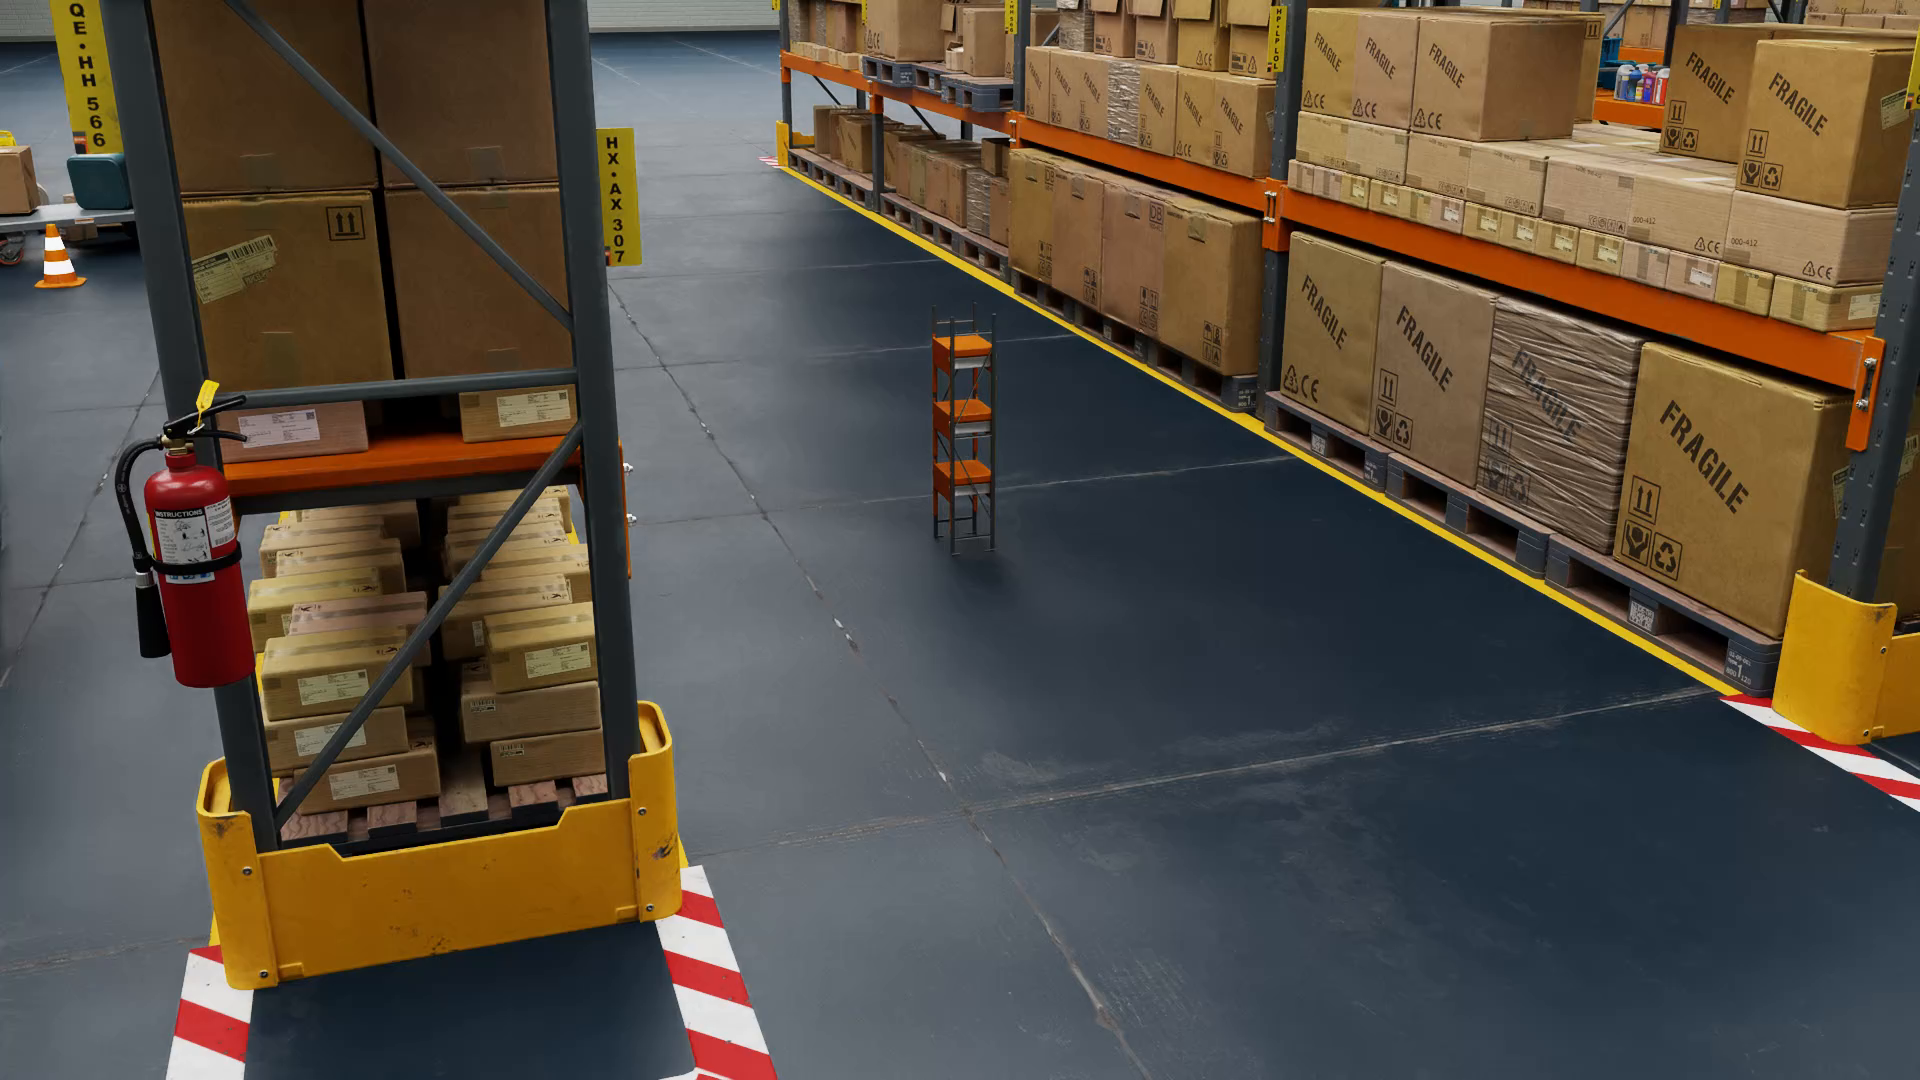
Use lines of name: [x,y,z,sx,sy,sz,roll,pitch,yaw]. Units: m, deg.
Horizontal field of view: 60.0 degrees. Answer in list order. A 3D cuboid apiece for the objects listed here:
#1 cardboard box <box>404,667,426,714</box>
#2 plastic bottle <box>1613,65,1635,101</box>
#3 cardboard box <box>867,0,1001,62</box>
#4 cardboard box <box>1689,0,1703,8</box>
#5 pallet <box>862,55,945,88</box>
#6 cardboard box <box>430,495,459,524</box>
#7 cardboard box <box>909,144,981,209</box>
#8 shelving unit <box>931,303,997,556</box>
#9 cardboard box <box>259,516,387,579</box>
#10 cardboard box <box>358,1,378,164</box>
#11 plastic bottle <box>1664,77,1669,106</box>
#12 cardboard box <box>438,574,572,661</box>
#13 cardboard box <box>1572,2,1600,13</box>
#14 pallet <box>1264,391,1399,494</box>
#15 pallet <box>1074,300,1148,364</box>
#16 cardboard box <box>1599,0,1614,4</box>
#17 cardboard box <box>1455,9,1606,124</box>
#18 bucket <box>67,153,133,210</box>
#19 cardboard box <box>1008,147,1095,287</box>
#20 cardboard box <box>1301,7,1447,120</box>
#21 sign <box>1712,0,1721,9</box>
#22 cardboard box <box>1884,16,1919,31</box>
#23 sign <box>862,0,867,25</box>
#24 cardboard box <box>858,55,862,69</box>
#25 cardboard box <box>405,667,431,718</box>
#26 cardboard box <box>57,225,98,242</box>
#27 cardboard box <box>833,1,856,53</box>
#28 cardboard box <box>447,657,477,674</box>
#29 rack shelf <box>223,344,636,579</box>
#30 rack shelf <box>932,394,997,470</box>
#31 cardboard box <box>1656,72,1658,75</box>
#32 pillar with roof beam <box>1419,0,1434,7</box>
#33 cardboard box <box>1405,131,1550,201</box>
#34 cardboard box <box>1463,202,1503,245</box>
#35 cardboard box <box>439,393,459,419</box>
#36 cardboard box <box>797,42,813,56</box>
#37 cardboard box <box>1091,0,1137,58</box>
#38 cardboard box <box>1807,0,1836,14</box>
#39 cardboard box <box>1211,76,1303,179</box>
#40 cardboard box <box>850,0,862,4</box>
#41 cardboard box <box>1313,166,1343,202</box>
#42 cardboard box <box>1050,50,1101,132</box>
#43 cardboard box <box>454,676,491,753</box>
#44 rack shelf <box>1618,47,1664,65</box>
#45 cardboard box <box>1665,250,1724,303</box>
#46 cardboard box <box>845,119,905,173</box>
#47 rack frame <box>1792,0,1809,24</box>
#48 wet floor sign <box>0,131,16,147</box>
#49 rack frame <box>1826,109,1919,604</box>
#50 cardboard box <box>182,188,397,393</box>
cardboard box: [-1.804,0.422,4.960,0.380,0.149,0.250,-7,21,-18]
plastic bottle: [5.421,-3.710,13.491,0.152,0.276,0.135,-6,21,-17]
cardboard box: [-0.251,-4.909,15.137,1.000,1.000,1.000,-6,21,-17]
cardboard box: [8.673,-6.246,19.262,0.380,0.149,0.250,-7,21,-18]
pallet: [-0.266,-4.348,15.367,1.003,0.211,1.213,-6,21,-17]
cardboard box: [-1.781,-0.184,6.208,0.380,0.149,0.250,-6,21,-17]
cardboard box: [-0.063,-3.375,15.422,0.700,0.500,0.500,-7,21,-18]
shelving unit: [0.017,-0.477,7.191,0.215,1.050,0.252,-6,21,-17]
cardboard box: [-2.128,0.041,5.580,0.380,0.149,0.250,-6,21,-15]
cardboard box: [-1.876,-1.294,4.515,0.500,0.500,0.500,-7,21,-19]
plastic bottle: [5.565,-3.517,12.943,0.061,0.283,0.133,-6,21,-17]
cardboard box: [-1.379,0.231,5.052,0.380,0.149,0.250,-6,21,-16]
cardboard box: [8.235,-6.602,21.211,0.700,0.500,0.500,-6,21,-17]
pallet: [2.311,-0.567,8.682,1.003,0.211,1.213,-6,21,-17]
pallet: [1.446,-1.451,11.144,1.003,0.211,1.213,-6,21,-17]
cardboard box: [8.182,-6.744,20.647,0.380,0.149,0.250,-6,21,-17]
cardboard box: [2.699,-2.273,7.981,0.500,0.500,0.500,-6,21,-17]
bucket: [-7.340,-3.178,14.420,0.726,0.611,0.620,1,30,2]
cardboard box: [1.087,-2.389,12.153,1.225,0.875,0.875,-7,21,-20]
cardboard box: [2.055,-2.373,8.258,0.500,0.500,0.500,-6,21,-17]
sign: [8.511,-6.135,18.663,0.100,0.325,0.005,-6,21,-17]
cardboard box: [9.752,-5.050,16.892,0.500,0.500,0.500,-8,21,-20]
sign: [-0.880,-5.046,15.747,0.100,0.325,0.005,-6,21,-17]
cardboard box: [-0.805,-4.786,16.676,0.380,0.149,0.250,-6,21,-17]
cardboard box: [-1.878,0.478,5.244,0.380,0.149,0.250,-6,21,-17]
cardboard box: [-7.994,-2.849,14.954,0.396,0.266,0.258,12,23,30]
cardboard box: [-0.827,-5.351,17.288,0.875,0.500,0.500,-6,21,-17]
cardboard box: [-1.451,0.292,5.321,0.380,0.149,0.250,-6,21,-17]
rack shelf: [-1.965,-0.657,5.871,1.077,0.370,4.000,-6,21,-17]
rack shelf: [0.017,-0.467,7.195,0.215,0.259,0.240,-6,21,-17]
cardboard box: [8.716,-5.670,21.101,0.500,0.500,0.500,-6,21,-17]
pillar with roof beam: [5.665,-13.645,32.094,9.100,9.000,0.400,-6,21,-17]
cardboard box: [2.366,-1.697,7.484,0.500,0.250,0.500,-6,21,-16]
cardboard box: [2.415,-1.383,7.201,0.380,0.149,0.250,-7,21,-19]
cardboard box: [-1.246,-0.451,4.607,0.380,0.149,0.250,-6,21,-15]
cardboard box: [-1.637,-5.583,18.895,0.380,0.149,0.250,-6,21,-17]
cardboard box: [1.306,-3.489,11.060,0.797,0.503,0.637,-6,21,-16]
cardboard box: [12.347,-7.668,23.410,0.500,0.500,0.500,-6,21,-17]
cardboard box: [1.741,-2.300,9.234,0.500,0.500,0.500,-6,21,-17]
cardboard box: [-0.770,-5.472,16.145,0.500,0.500,0.500,-6,21,-17]
cardboard box: [2.007,-1.799,8.359,0.380,0.149,0.250,-7,21,-19]
cardboard box: [0.948,-3.112,11.495,0.500,0.500,0.500,-7,21,-19]
cardboard box: [-1.357,0.513,5.146,0.380,0.149,0.250,-6,21,-17]
rack shelf: [8.409,-6.053,20.896,1.077,0.370,4.000,-6,21,-17]
cardboard box: [2.818,-0.973,6.060,0.380,0.149,0.250,-6,21,-17]
cardboard box: [-0.912,-4.226,17.823,0.500,0.500,0.500,-8,21,-22]
rack frame: [12.482,-7.561,24.030,1.000,3.000,0.127,-6,21,-17]
wet floor sign: [-10.077,-3.996,17.587,0.267,0.644,0.232,1,20,2]
rack frame: [3.404,-0.848,5.340,1.000,3.000,0.127,-6,21,-17]
cardboard box: [-1.722,-0.657,4.221,0.500,0.500,0.500,-6,21,-16]
